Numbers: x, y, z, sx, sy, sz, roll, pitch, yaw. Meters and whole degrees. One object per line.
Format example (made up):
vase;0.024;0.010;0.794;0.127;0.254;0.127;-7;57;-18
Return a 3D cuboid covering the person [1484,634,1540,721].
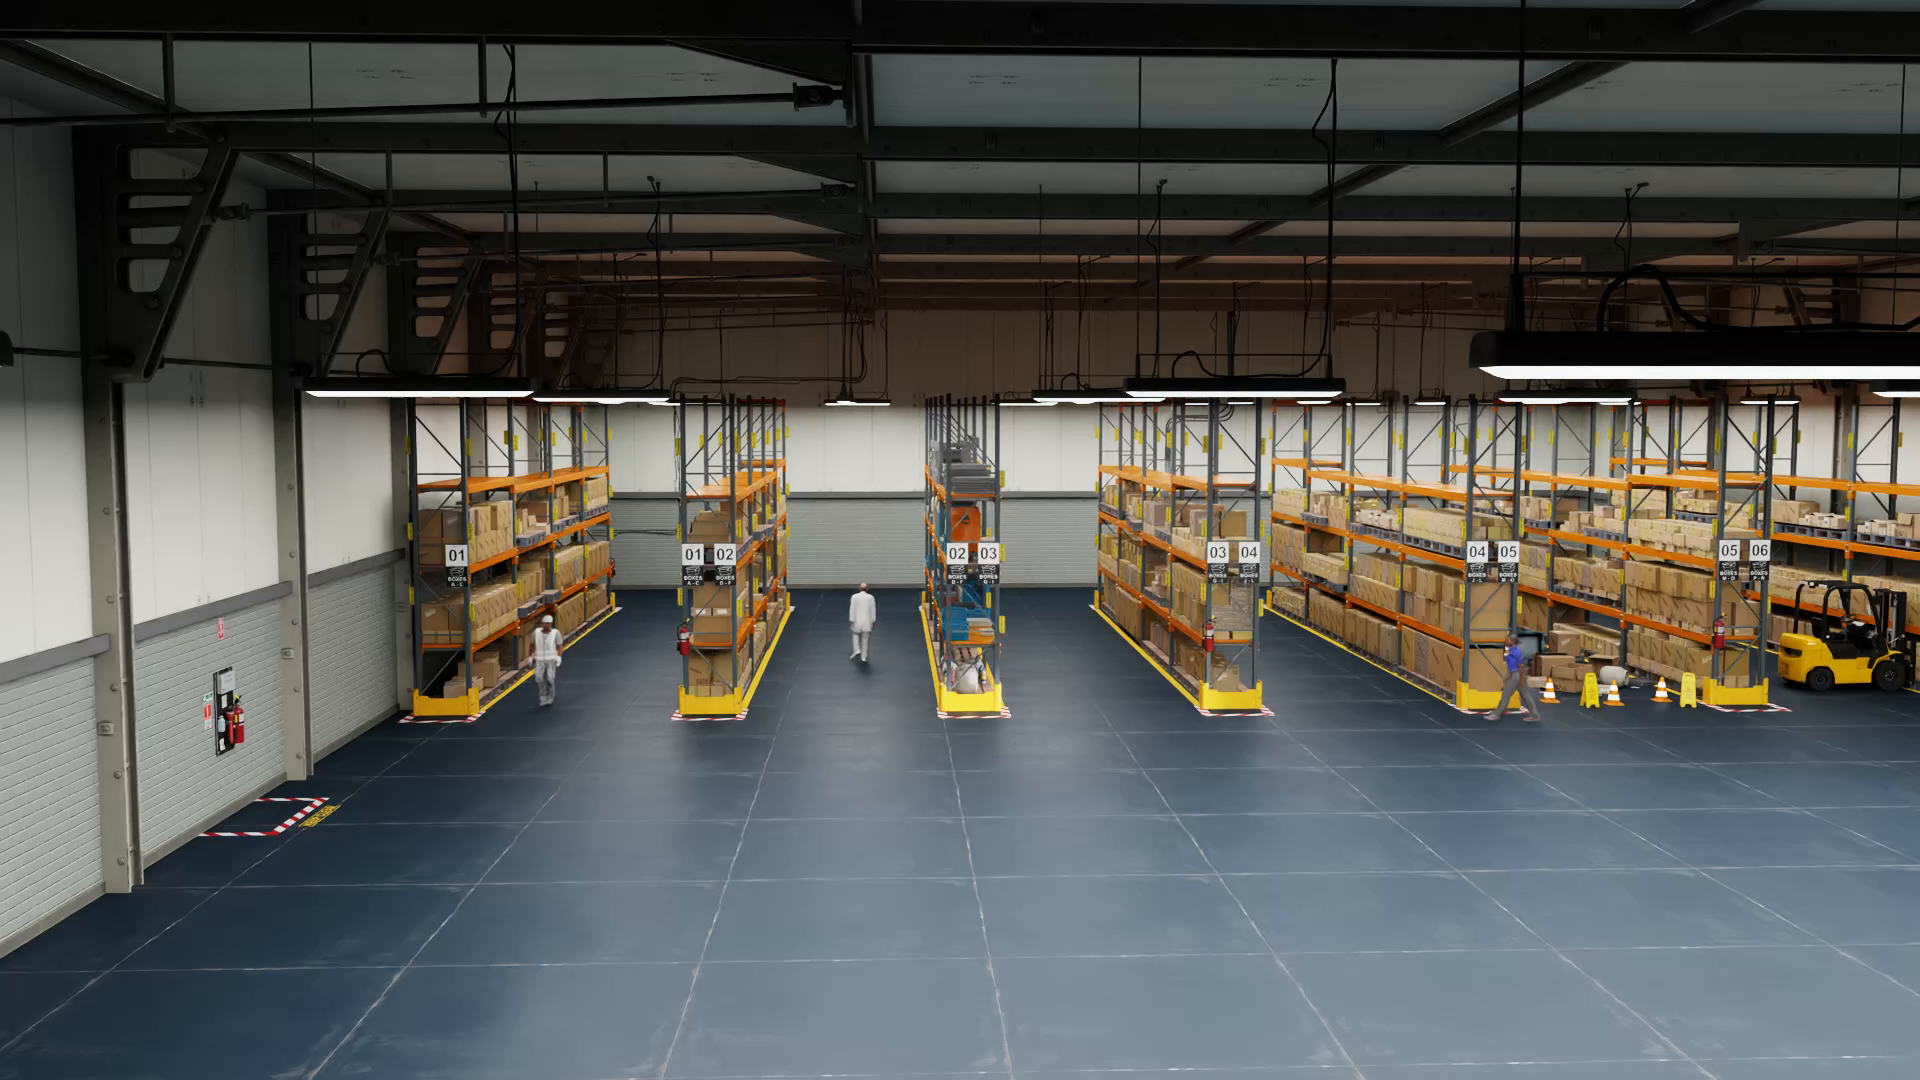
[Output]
person;10.106;2.500;30.375;0.968;1.590;0.473;2;5;25

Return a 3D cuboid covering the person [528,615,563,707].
person;-8.004;2.344;32.052;0.680;1.798;0.479;-1;5;-6

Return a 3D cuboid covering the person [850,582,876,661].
person;-2.198;1.890;37.723;0.601;1.675;0.488;0;5;-3
